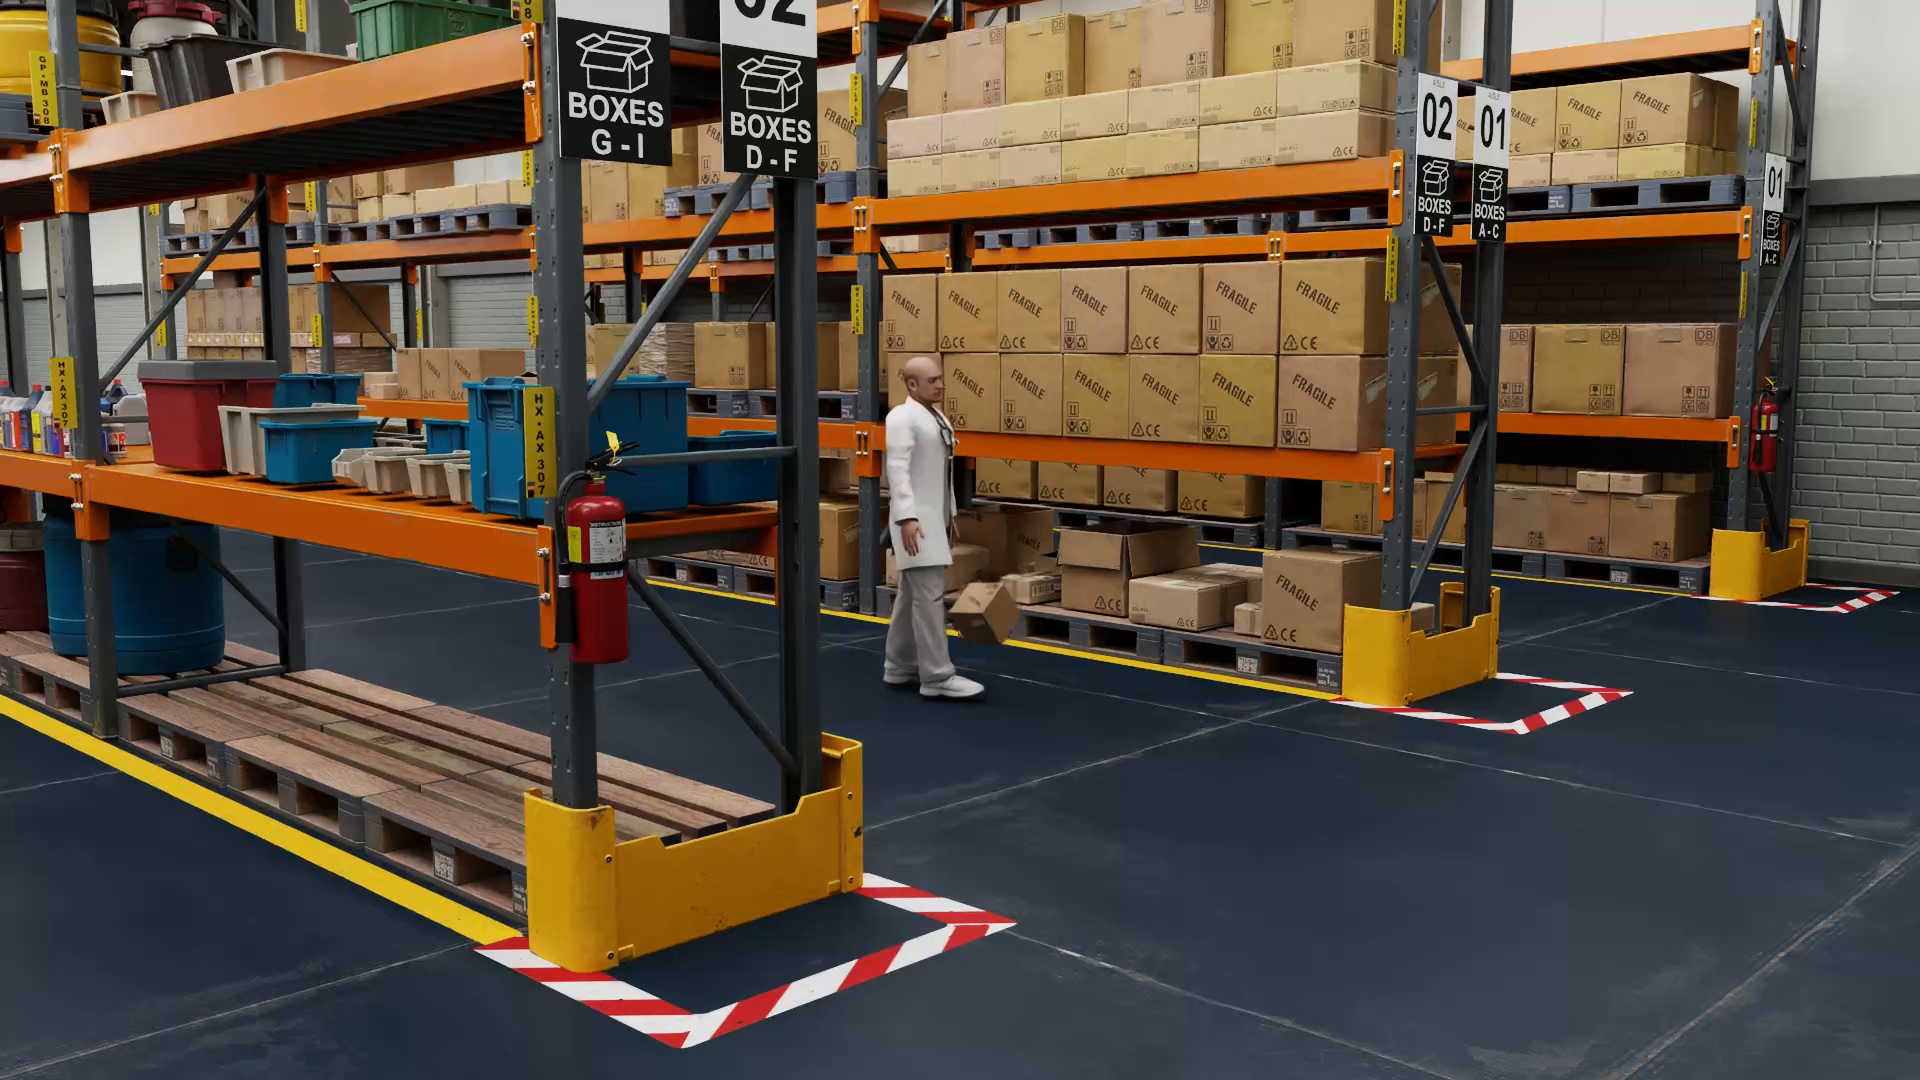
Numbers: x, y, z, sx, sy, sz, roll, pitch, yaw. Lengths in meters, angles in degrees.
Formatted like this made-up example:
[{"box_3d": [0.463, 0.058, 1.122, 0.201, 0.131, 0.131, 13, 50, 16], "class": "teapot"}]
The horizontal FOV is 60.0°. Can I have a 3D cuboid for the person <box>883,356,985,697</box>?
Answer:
[{"box_3d": [-0.138, -0.078, 8.787, 0.667, 1.772, 0.711, 2, 7, 18], "class": "person"}]
